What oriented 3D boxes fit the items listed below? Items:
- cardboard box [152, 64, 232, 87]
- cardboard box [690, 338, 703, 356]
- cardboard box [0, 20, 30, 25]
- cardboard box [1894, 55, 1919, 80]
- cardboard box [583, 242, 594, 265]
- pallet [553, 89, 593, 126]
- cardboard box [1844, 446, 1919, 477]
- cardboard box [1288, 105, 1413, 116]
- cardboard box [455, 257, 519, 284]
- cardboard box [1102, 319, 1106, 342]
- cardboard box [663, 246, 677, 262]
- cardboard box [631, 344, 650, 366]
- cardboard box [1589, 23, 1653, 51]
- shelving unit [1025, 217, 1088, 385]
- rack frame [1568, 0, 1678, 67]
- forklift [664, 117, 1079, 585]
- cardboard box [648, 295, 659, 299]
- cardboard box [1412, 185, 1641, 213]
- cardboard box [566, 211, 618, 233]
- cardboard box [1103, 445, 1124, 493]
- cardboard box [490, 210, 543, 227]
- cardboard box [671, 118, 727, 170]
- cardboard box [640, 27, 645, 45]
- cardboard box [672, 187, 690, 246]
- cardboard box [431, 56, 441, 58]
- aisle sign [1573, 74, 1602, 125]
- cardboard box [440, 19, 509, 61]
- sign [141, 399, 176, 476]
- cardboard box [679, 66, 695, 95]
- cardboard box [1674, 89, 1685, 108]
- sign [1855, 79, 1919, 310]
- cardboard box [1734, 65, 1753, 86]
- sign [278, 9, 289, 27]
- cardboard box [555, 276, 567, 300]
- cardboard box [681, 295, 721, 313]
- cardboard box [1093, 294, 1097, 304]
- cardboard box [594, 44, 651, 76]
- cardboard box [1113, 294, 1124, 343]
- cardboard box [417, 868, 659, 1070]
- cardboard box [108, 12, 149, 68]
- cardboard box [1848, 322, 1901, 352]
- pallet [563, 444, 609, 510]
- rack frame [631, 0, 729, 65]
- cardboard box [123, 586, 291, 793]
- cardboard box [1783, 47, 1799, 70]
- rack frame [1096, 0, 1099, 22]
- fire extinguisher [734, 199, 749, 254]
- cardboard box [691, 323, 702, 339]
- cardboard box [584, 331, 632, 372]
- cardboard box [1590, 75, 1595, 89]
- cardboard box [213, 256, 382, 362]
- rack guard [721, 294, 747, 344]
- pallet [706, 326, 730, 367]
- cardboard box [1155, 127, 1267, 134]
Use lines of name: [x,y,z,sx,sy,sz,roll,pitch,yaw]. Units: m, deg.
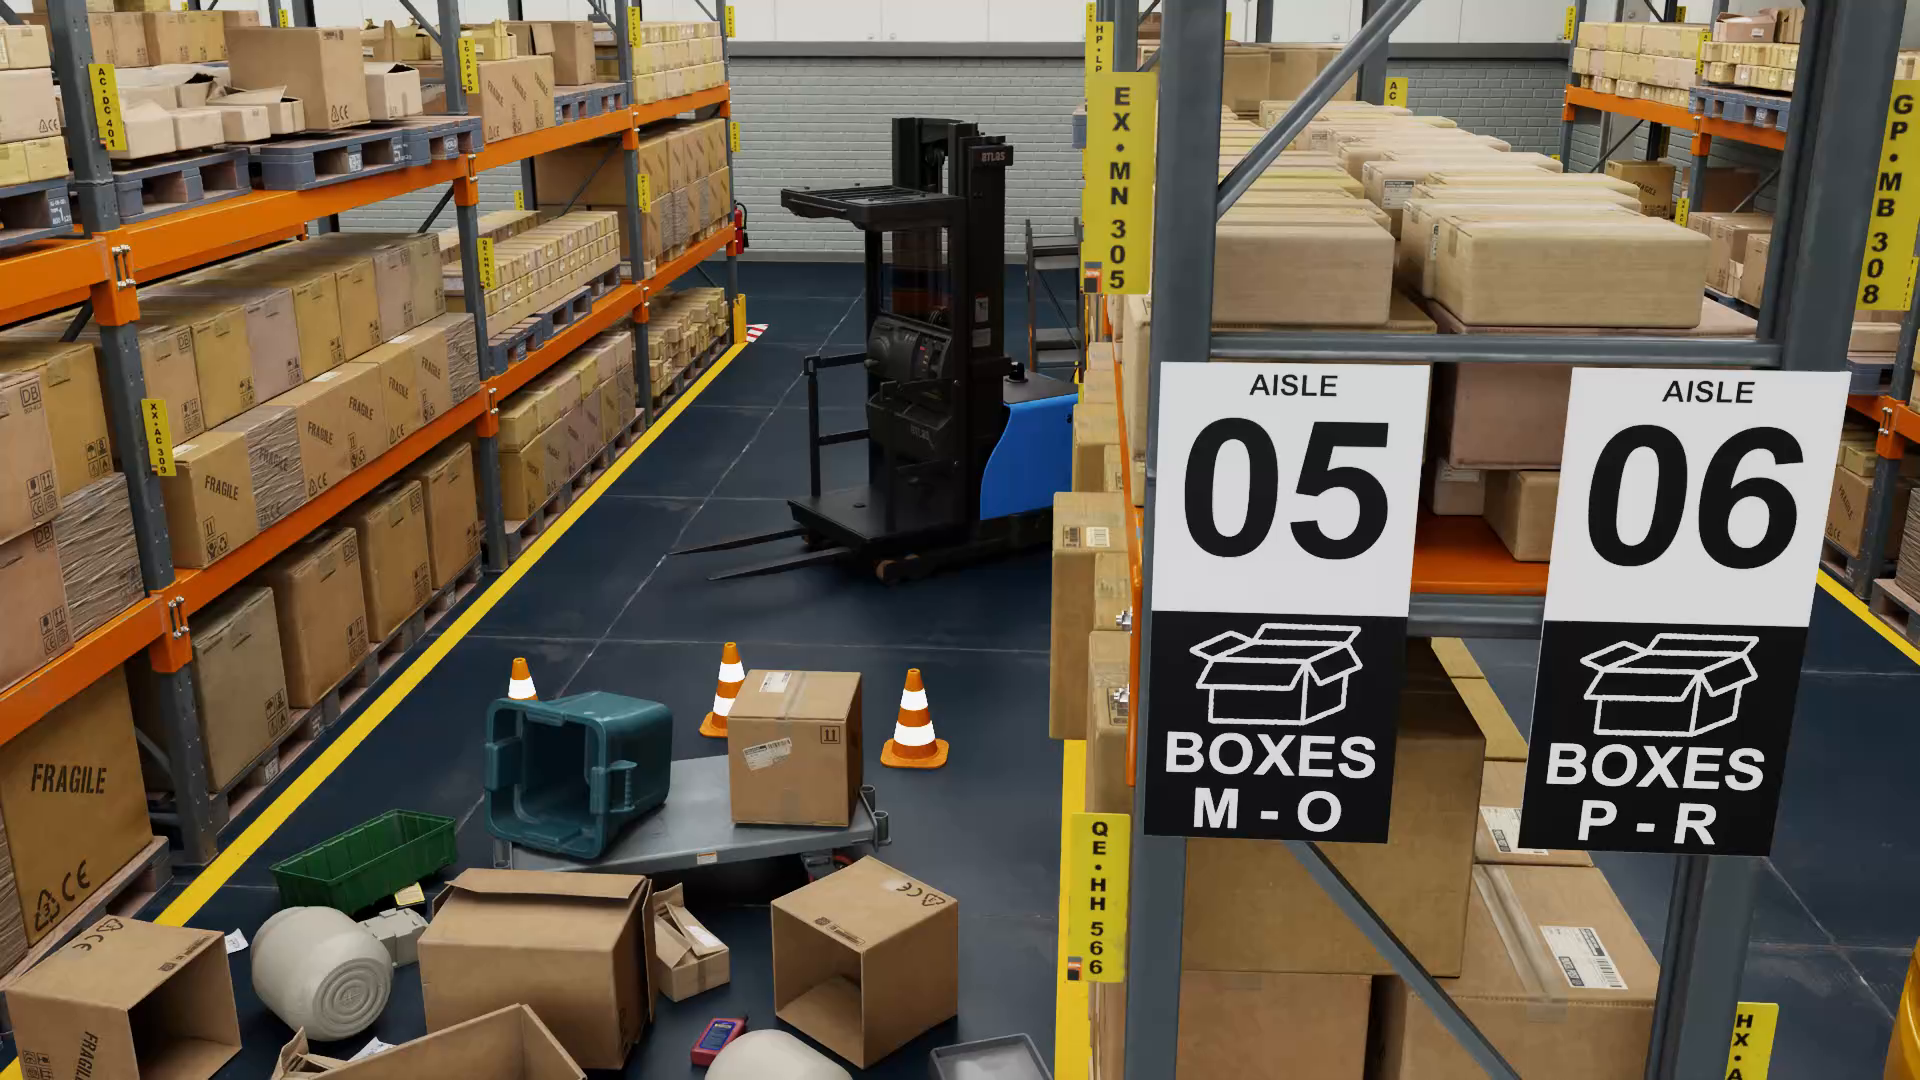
cardboard box: [-3.926,-2.323,8.686,0.500,0.311,0.500,1,18,3]
cardboard box: [-2.860,-1.985,17.068,0.380,0.149,0.250,2,18,5]
cardboard box: [-8.266,-4.105,13.980,0.700,0.500,0.500,2,18,5]
cardboard box: [6.137,-3.001,10.569,0.380,0.149,0.250,1,18,2]
cardboard box: [-3.180,-2.320,13.437,0.380,0.149,0.250,1,18,2]
pallet: [-3.517,-3.295,12.646,1.213,0.211,1.003,1,18,4]
cardboard box: [6.097,-0.518,10.985,0.380,0.149,0.250,0,18,1]
cardboard box: [1.329,-1.406,5.701,0.380,0.149,0.250,1,18,3]
cardboard box: [-3.317,-1.890,11.646,0.380,0.149,0.250,1,18,4]
cardboard box: [0.995,-0.920,8.602,0.500,0.500,0.500,1,18,2]
cardboard box: [-2.928,-2.759,15.928,0.380,0.149,0.250,2,18,5]
cardboard box: [-3.063,-1.700,15.243,0.380,0.149,0.250,2,18,6]
cardboard box: [6.550,-4.967,16.408,0.500,0.250,0.500,1,18,4]
shelving unit: [0.747,-1.364,12.679,0.431,2.100,0.503,-3,18,1]
rack frame: [6.888,-6.375,16.926,1.000,3.000,0.127,1,18,4]
forklift: [-0.517,-1.283,11.130,3.031,2.935,1.130,-12,22,-32]
cardboard box: [-3.430,-2.521,17.749,0.380,0.149,0.250,1,18,4]
cardboard box: [1.100,-0.610,3.273,0.380,0.149,0.250,1,18,4]
cardboard box: [-3.129,-2.704,14.132,0.380,0.149,0.250,2,18,6]
cardboard box: [0.760,0.039,4.744,0.700,0.500,0.500,1,18,4]
cardboard box: [-3.782,-2.721,14.184,0.380,0.149,0.250,2,18,7]
cardboard box: [-2.793,-4.229,17.768,0.500,0.500,0.500,1,18,3]
cardboard box: [-2.980,-4.420,14.576,0.380,0.149,0.250,1,18,2]
cardboard box: [-2.908,-3.117,15.979,0.500,0.500,0.500,1,18,3]
cardboard box: [-3.731,-3.195,11.878,0.500,0.500,0.500,1,18,4]
aisle sign: [6.600,-4.787,17.540,0.394,0.787,0.004,1,18,4]
cardboard box: [-3.241,-3.344,11.105,0.396,0.266,0.258,1,18,4]
sign: [-3.315,-0.423,6.878,0.100,0.325,0.005,1,18,4]
cardboard box: [-2.873,-4.442,16.084,0.500,0.250,0.500,2,18,6]
cardboard box: [6.353,-3.782,14.233,0.380,0.149,0.250,1,18,4]
sign: [1.331,-0.493,2.389,0.100,0.325,0.005,1,18,4]
cardboard box: [6.106,-3.514,12.580,0.380,0.149,0.250,2,18,5]
sign: [-7.408,-5.647,18.227,0.100,0.325,0.005,1,18,4]
cardboard box: [-3.235,-1.935,12.741,0.380,0.149,0.250,1,18,2]
cardboard box: [-2.760,-2.510,17.714,0.380,0.149,0.250,1,18,3]
cardboard box: [1.139,-1.838,10.948,0.500,0.500,0.500,1,18,2]
cardboard box: [-3.021,-4.206,14.563,0.500,0.250,0.500,2,18,6]
cardboard box: [0.627,-0.642,4.011,0.500,0.250,0.500,2,18,5]
cardboard box: [-1.551,1.565,6.121,0.797,0.637,0.503,1,18,4]
cardboard box: [-8.196,-4.744,15.770,0.700,0.500,0.500,2,18,7]
cardboard box: [5.979,-1.332,10.900,0.380,0.149,0.250,2,18,5]
pallet: [-3.434,-0.523,13.181,1.003,0.211,1.213,1,18,4]
rack frame: [-3.008,-6.563,17.502,1.000,3.000,0.127,1,18,4]
cardboard box: [-3.913,0.689,7.941,1.050,0.750,0.750,1,18,4]
cardboard box: [6.090,-3.413,11.796,0.380,0.149,0.250,1,18,4]
rack frame: [1.937,-6.484,17.260,1.000,3.000,0.127,1,18,4]
fire extinguisher: [-2.530,-3.567,18.713,0.296,0.674,0.183,1,18,4]
cardboard box: [-2.858,-2.127,17.022,0.380,0.149,0.250,2,18,7]
cardboard box: [-3.096,-1.601,14.129,0.500,0.250,0.500,1,18,2]
cardboard box: [6.640,-4.654,16.895,0.380,0.149,0.250,2,18,5]
cardboard box: [-3.693,-1.295,9.291,0.700,0.500,0.500,1,18,3]
rack guard: [-3.013,-2.501,18.753,1.175,0.500,0.348,1,18,4]
pallet: [-3.107,-2.112,18.031,1.003,0.211,1.213,1,18,4]
cardboard box: [0.689,-1.095,4.754,0.380,0.149,0.250,1,18,3]
